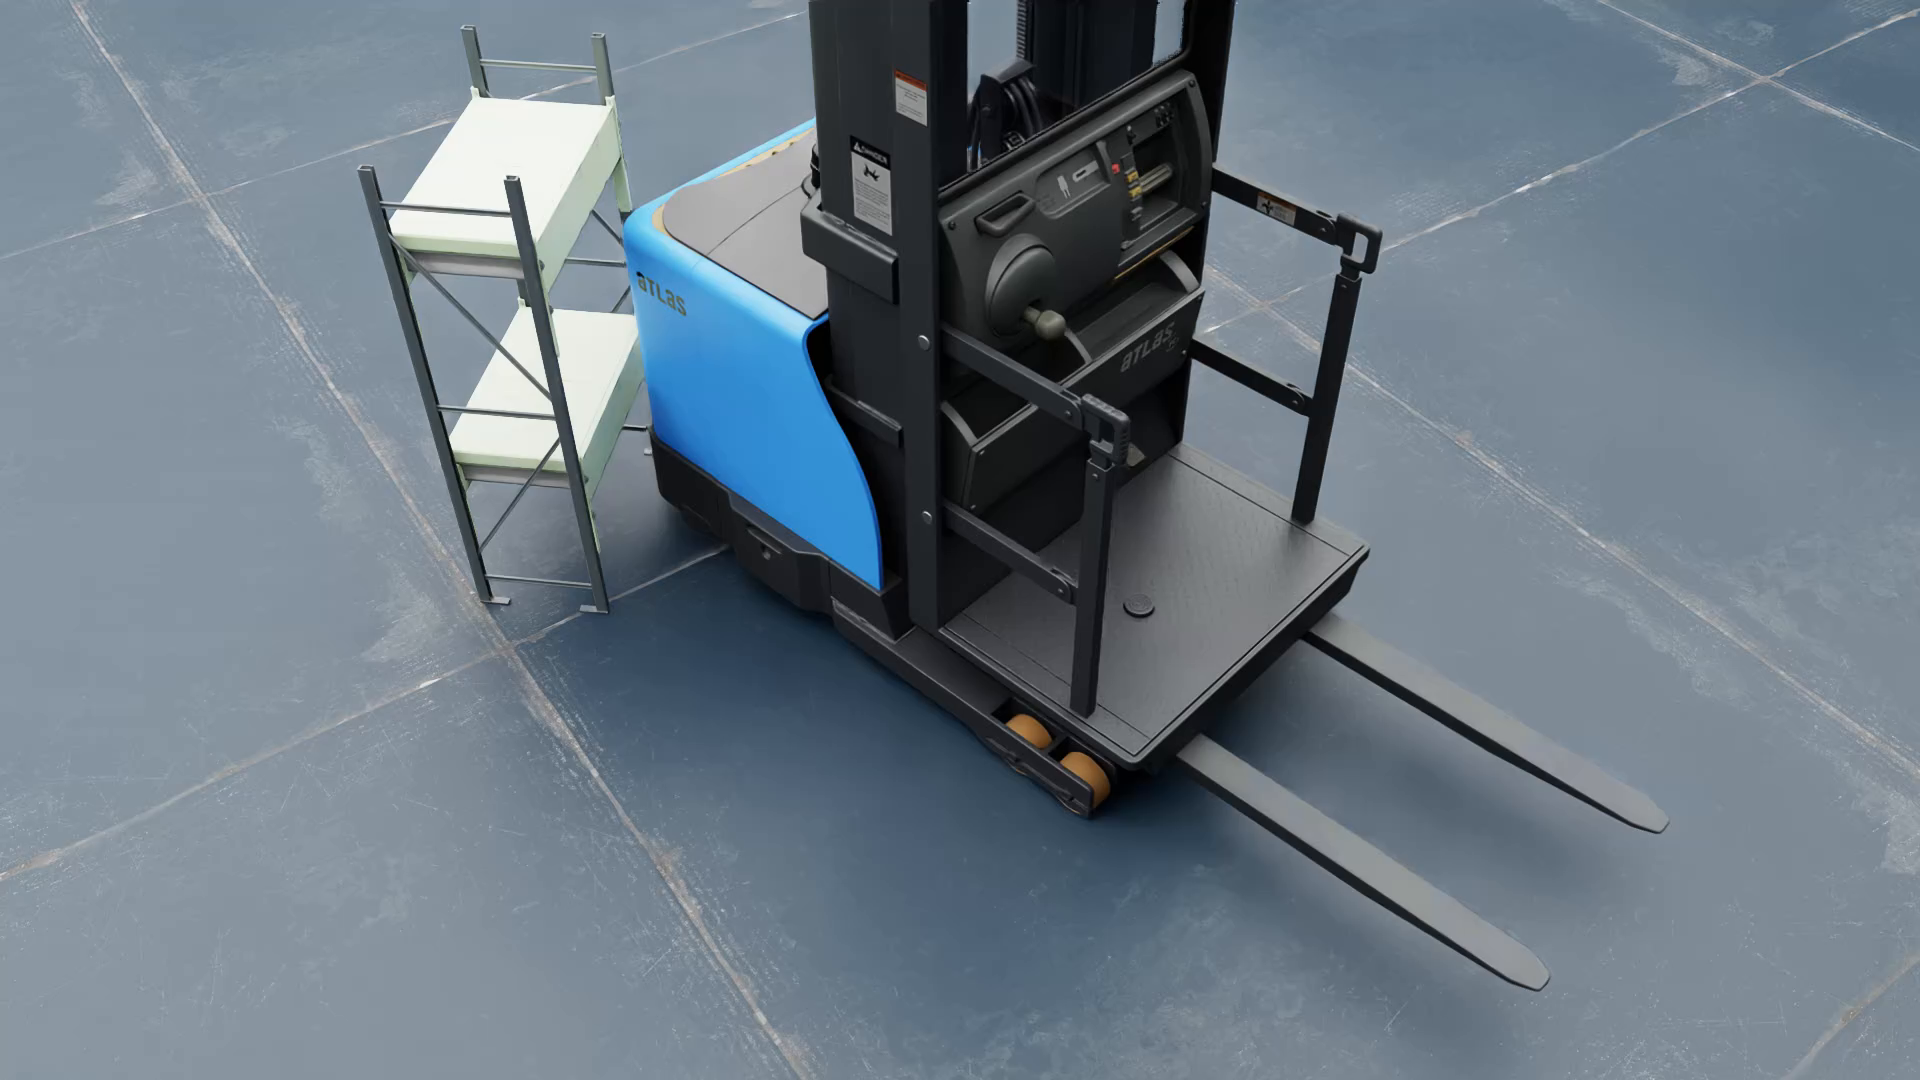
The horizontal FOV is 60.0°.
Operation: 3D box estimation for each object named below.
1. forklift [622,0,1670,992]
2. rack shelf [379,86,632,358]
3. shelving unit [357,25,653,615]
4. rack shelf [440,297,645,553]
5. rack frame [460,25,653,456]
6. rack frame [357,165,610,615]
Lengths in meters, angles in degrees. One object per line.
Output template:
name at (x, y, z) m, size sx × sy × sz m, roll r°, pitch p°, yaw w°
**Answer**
forklift at (0.456, -0.737, 3.900) m, size 3.031 × 2.935 × 1.130 m, roll 33°, pitch 53°, yaw 30°
rack shelf at (-1.211, -0.876, 4.516) m, size 0.431 × 0.370 × 0.720 m, roll 5°, pitch 44°, yaw 5°
shelving unit at (-1.211, -0.593, 4.785) m, size 0.431 × 1.500 × 0.755 m, roll 5°, pitch 44°, yaw 5°
rack shelf at (-1.211, -0.357, 5.010) m, size 0.431 × 0.370 × 0.720 m, roll 5°, pitch 44°, yaw 5°
rack frame at (-1.165, -0.844, 5.048) m, size 0.400 × 1.500 × 0.023 m, roll 5°, pitch 44°, yaw 5°
rack frame at (-1.258, -0.343, 4.523) m, size 0.400 × 1.500 × 0.023 m, roll 5°, pitch 44°, yaw 5°
